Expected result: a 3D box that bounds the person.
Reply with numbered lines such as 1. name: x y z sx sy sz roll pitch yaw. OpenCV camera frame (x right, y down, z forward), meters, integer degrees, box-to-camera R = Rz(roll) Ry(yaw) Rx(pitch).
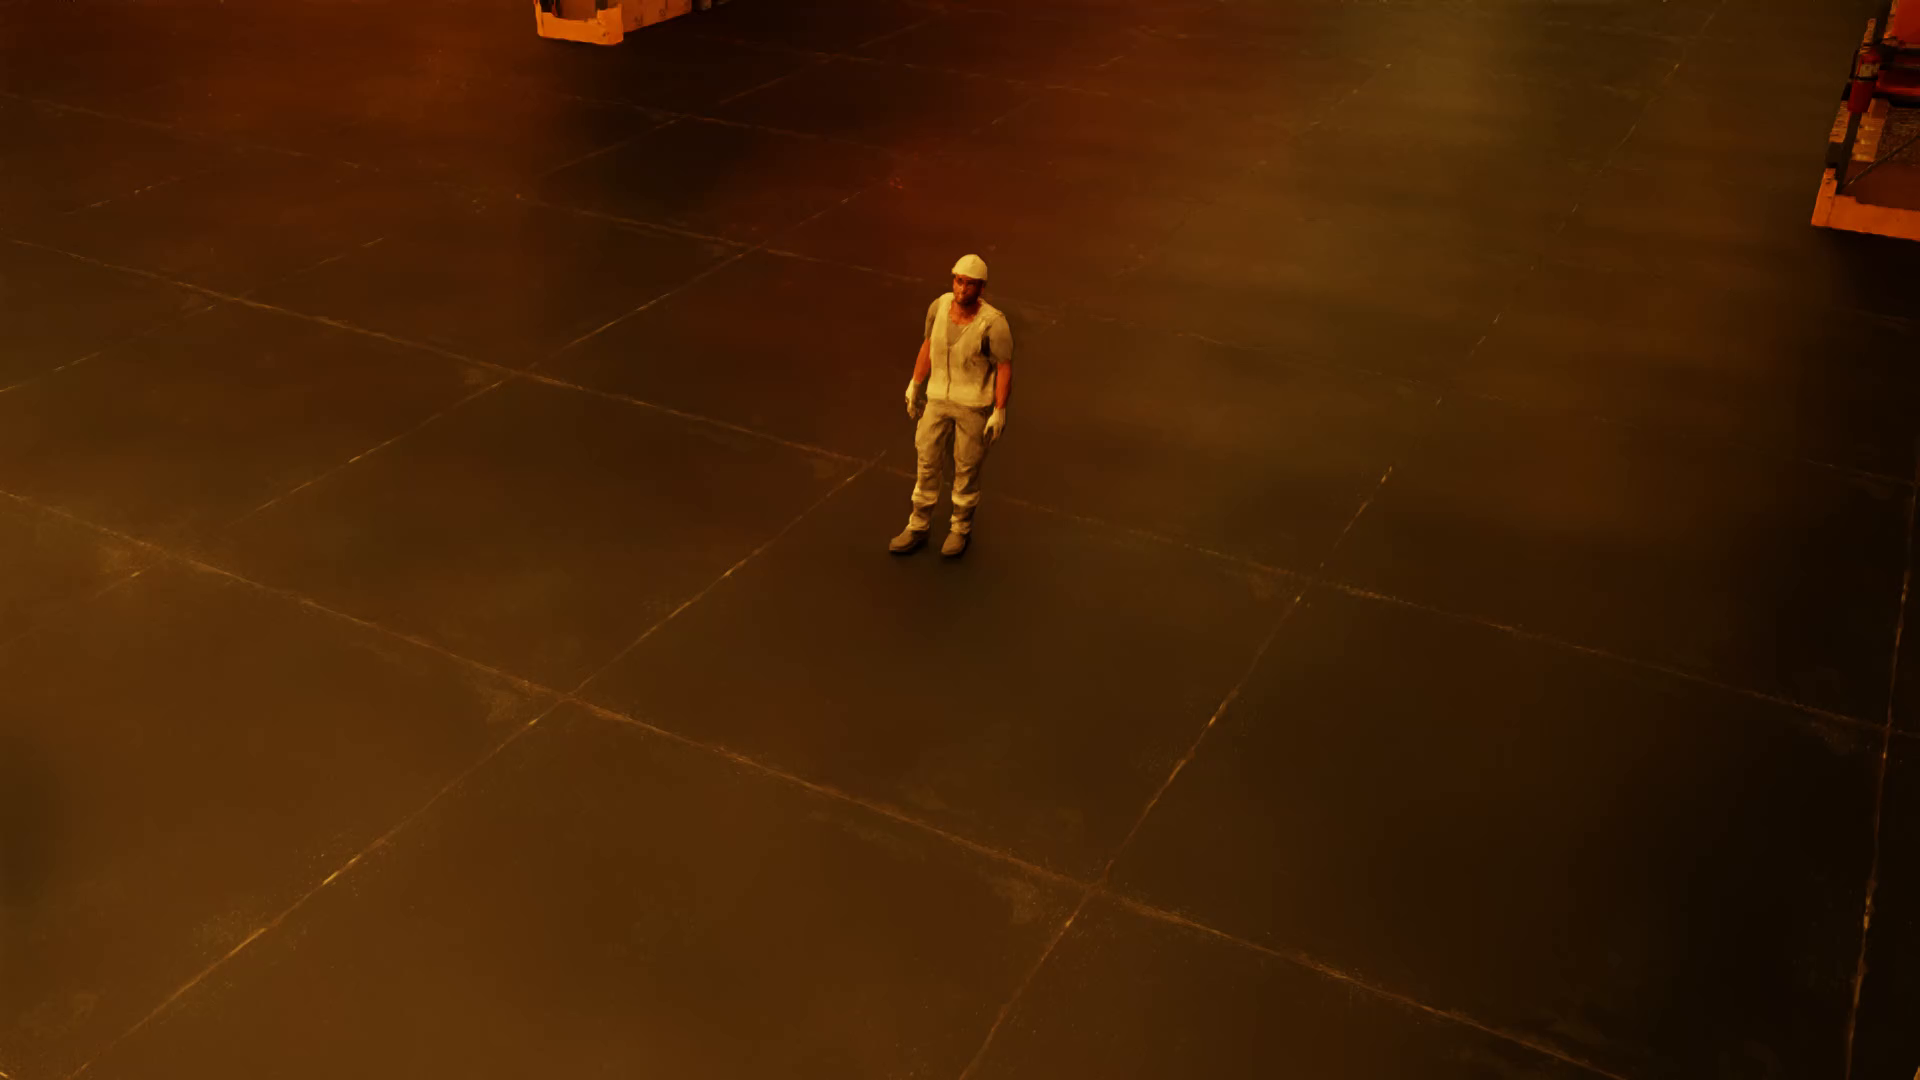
1. person: -0.049 -0.748 9.496 0.637 1.787 0.563 15 33 25
